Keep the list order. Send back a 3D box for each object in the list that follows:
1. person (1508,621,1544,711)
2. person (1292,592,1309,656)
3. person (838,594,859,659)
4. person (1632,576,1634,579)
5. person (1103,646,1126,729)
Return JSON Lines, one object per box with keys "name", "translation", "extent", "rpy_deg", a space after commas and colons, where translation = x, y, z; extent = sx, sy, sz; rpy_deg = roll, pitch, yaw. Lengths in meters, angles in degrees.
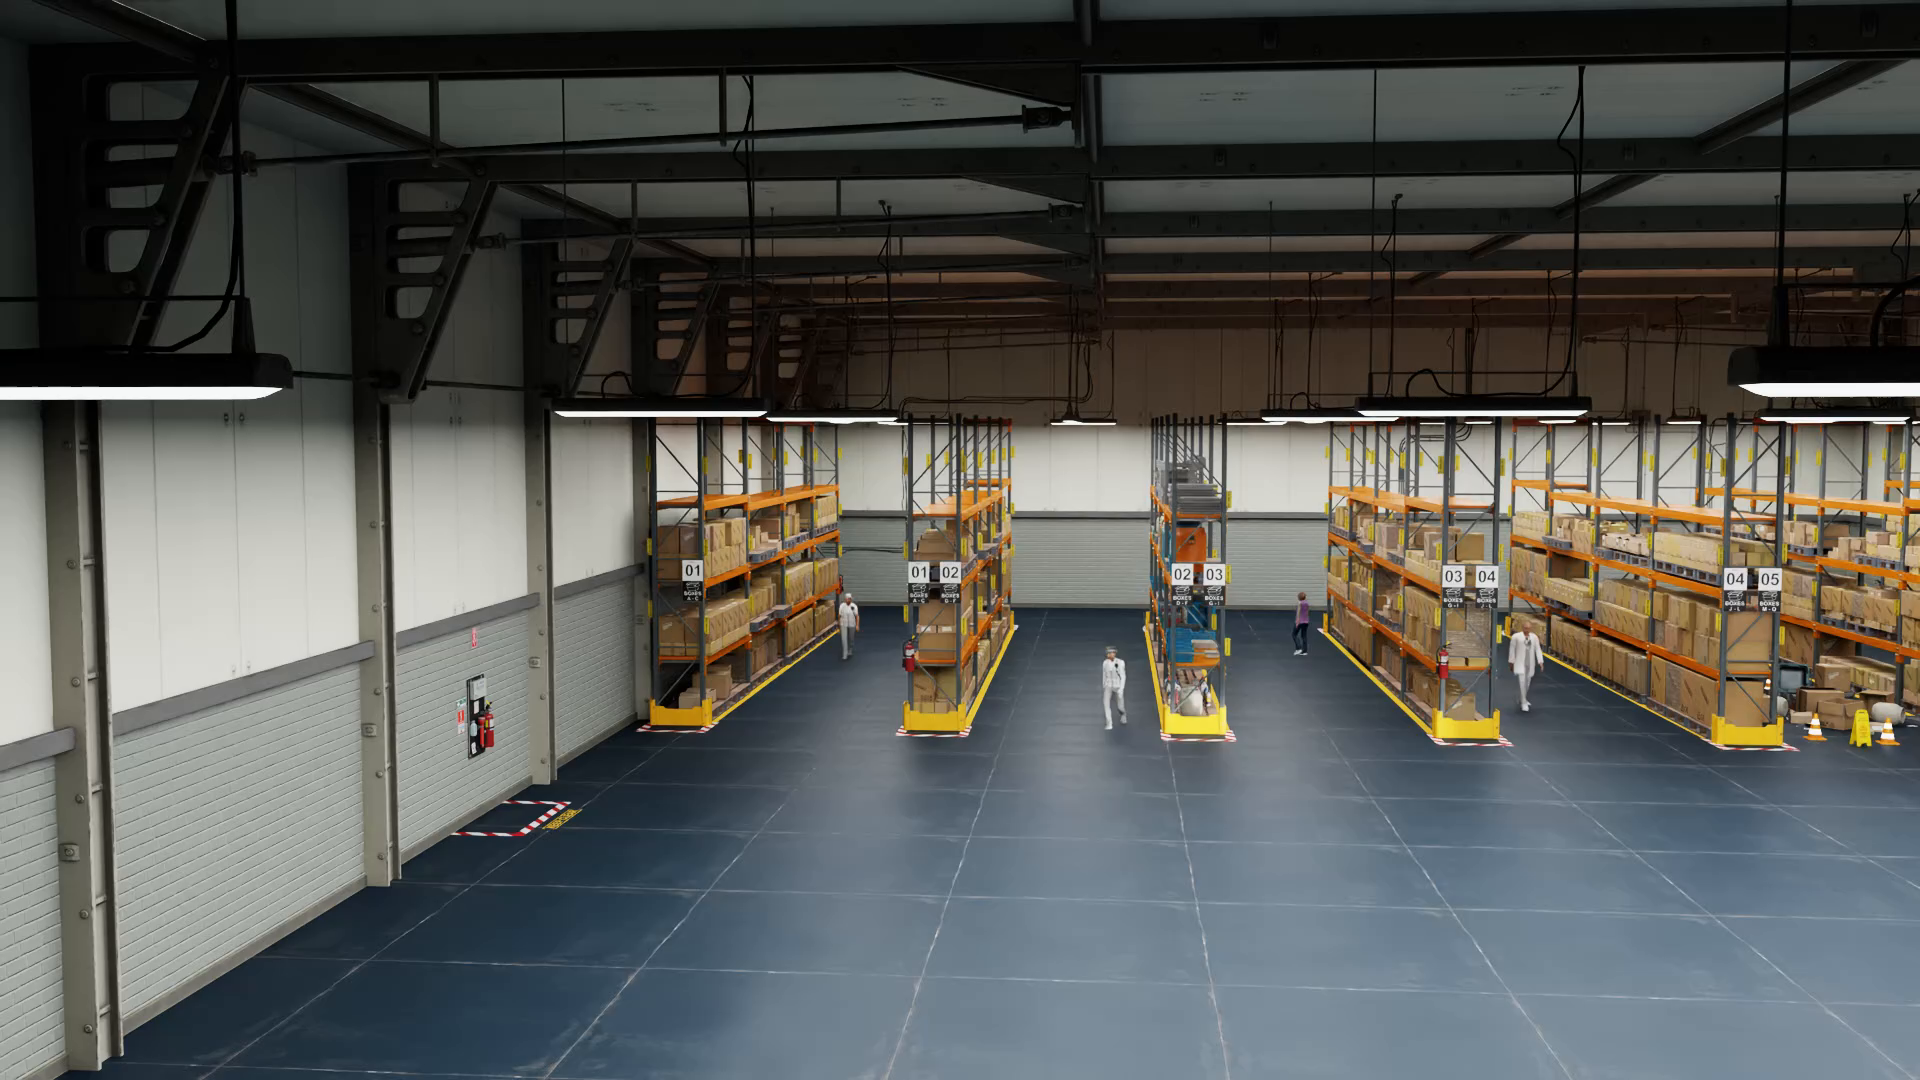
{"name": "person", "translation": [11.576, 2.548, 33.998], "extent": [0.642, 1.786, 0.781], "rpy_deg": [0, 4, -5]}
{"name": "person", "translation": [8.621, 2.111, 41.920], "extent": [0.446, 1.612, 0.372], "rpy_deg": [-3, 5, -35]}
{"name": "person", "translation": [-2.757, 2.129, 41.308], "extent": [0.498, 1.596, 1.059], "rpy_deg": [-1, 4, -10]}
{"name": "person", "translation": [18.069, 1.840, 44.418], "extent": [0.619, 1.774, 0.489], "rpy_deg": [-3, 5, -36]}
{"name": "person", "translation": [2.933, 2.795, 31.861], "extent": [0.450, 1.539, 1.000], "rpy_deg": [1, 4, 19]}
